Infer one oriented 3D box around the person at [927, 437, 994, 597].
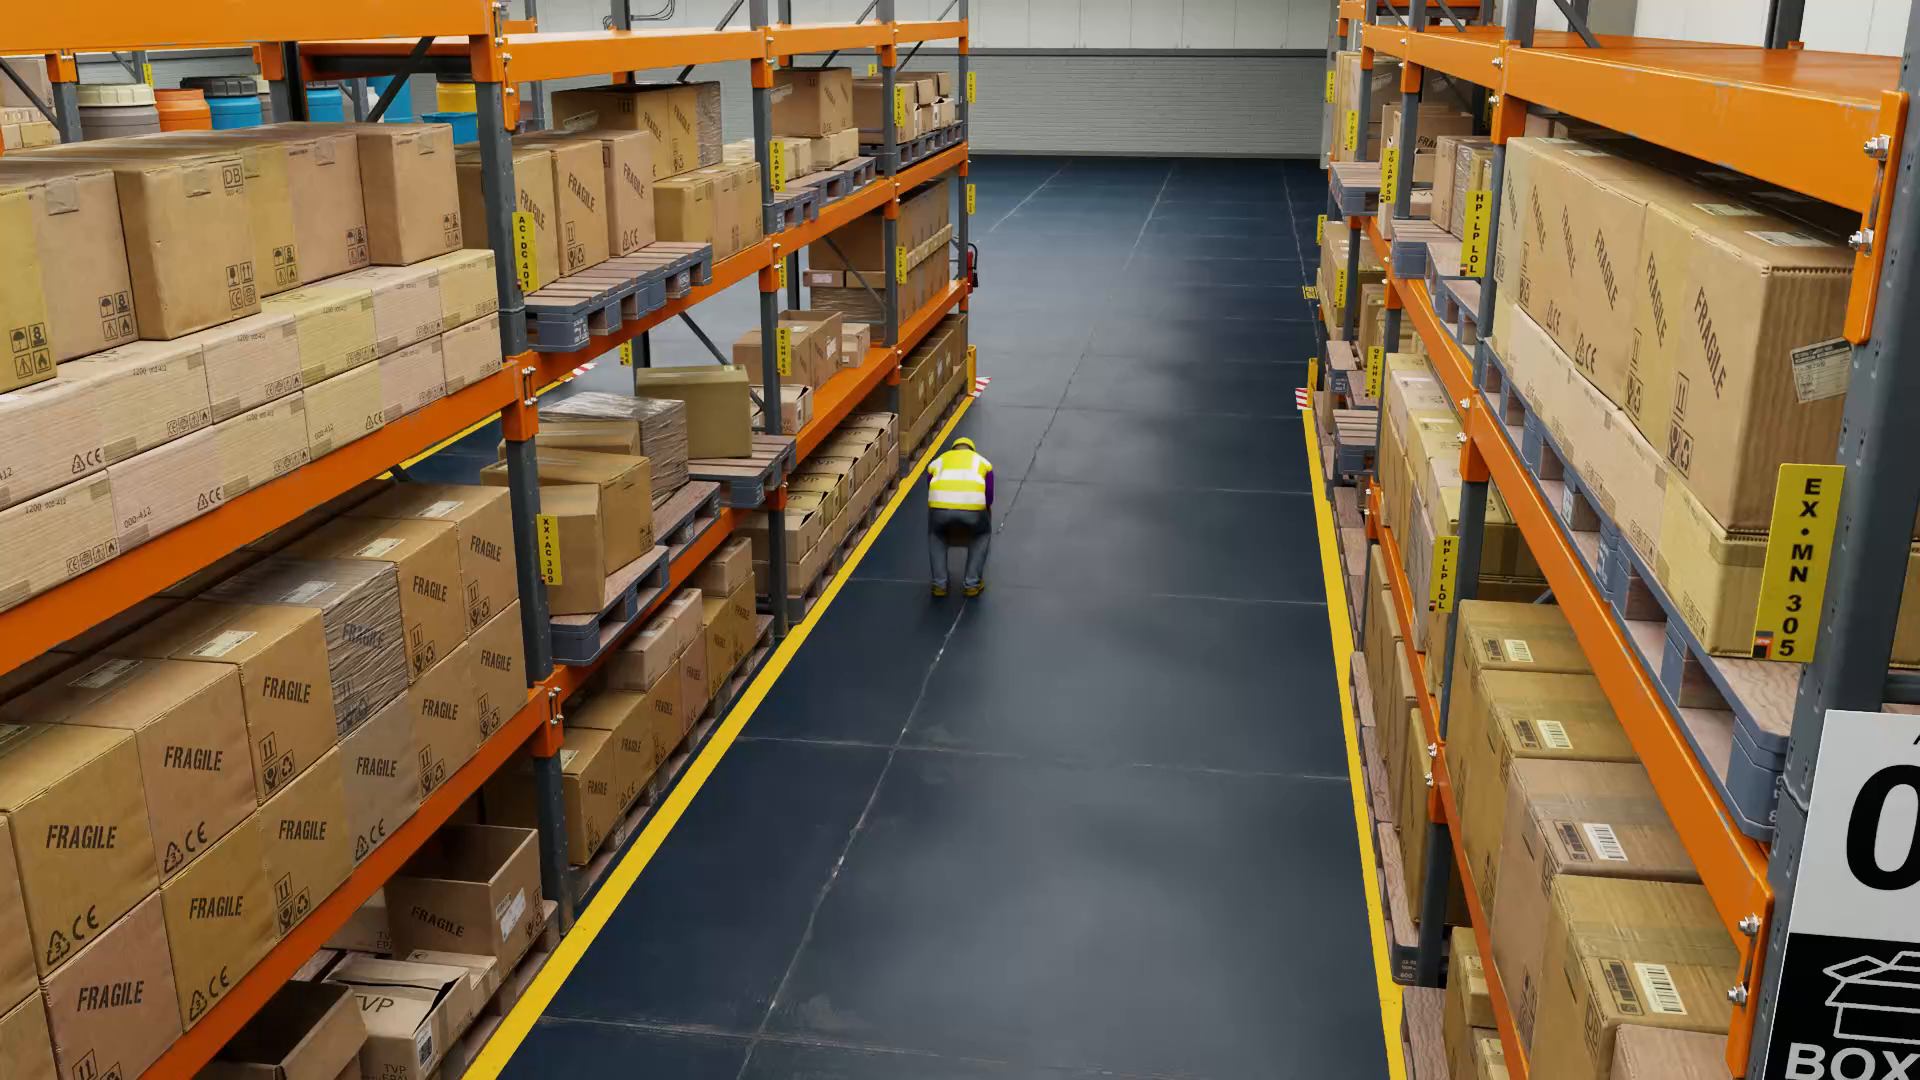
[{"bbox_3d":[-0.008,-0.167,12.672,0.510,1.072,0.965,2,18,6],"label":"person"}]
